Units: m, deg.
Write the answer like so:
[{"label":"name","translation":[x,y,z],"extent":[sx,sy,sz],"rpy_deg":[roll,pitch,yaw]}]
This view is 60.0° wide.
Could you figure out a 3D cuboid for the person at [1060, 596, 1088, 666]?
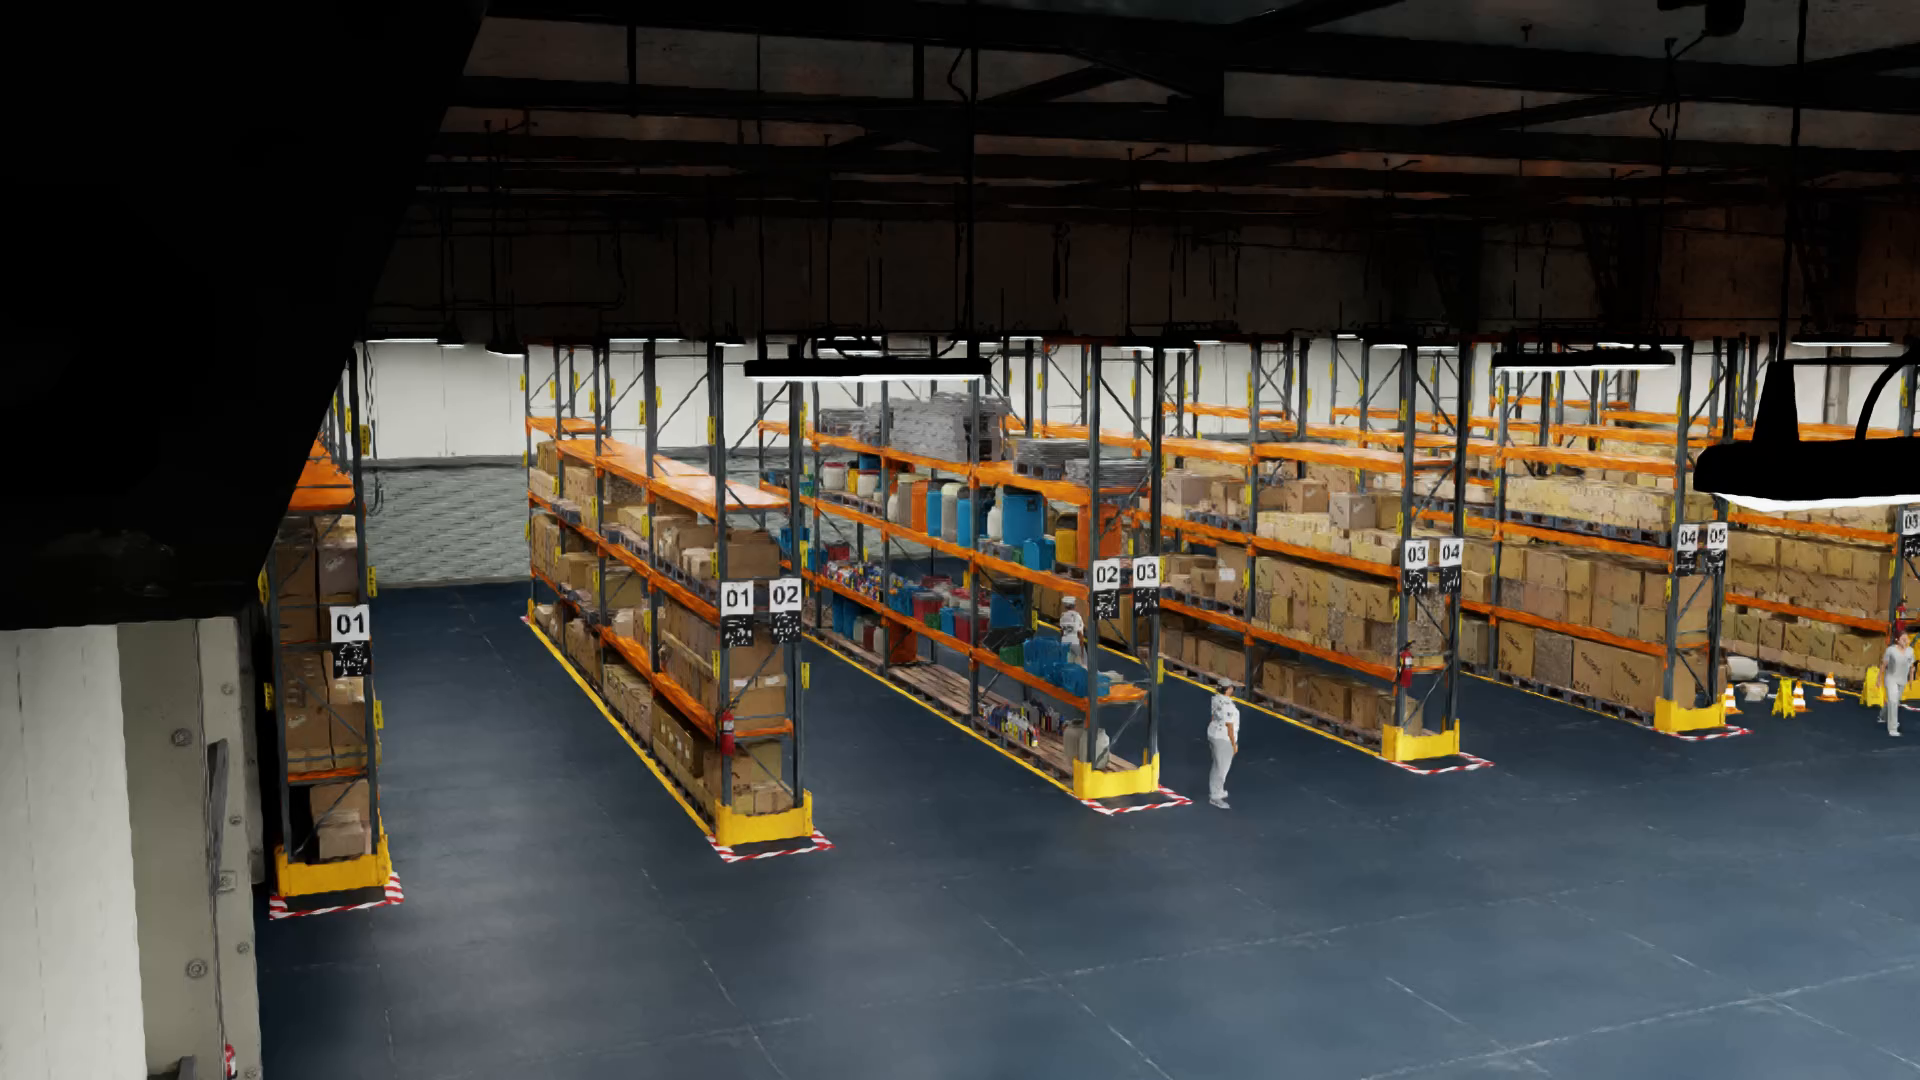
[{"label":"person","translation":[1.891,1.785,28.011],"extent":[0.507,1.674,0.423],"rpy_deg":[6,10,40]}]

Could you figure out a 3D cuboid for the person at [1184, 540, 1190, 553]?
[{"label":"person","translation":[5.854,-0.257,42.913],"extent":[0.481,1.729,0.715],"rpy_deg":[3,8,24]}]

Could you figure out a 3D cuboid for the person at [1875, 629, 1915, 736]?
[{"label":"person","translation":[14.363,2.151,25.501],"extent":[0.487,1.616,0.957],"rpy_deg":[0,8,0]}]

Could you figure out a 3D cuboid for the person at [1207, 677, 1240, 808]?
[{"label":"person","translation":[3.435,2.613,21.750],"extent":[0.395,1.665,0.652],"rpy_deg":[-1,8,-11]}]
